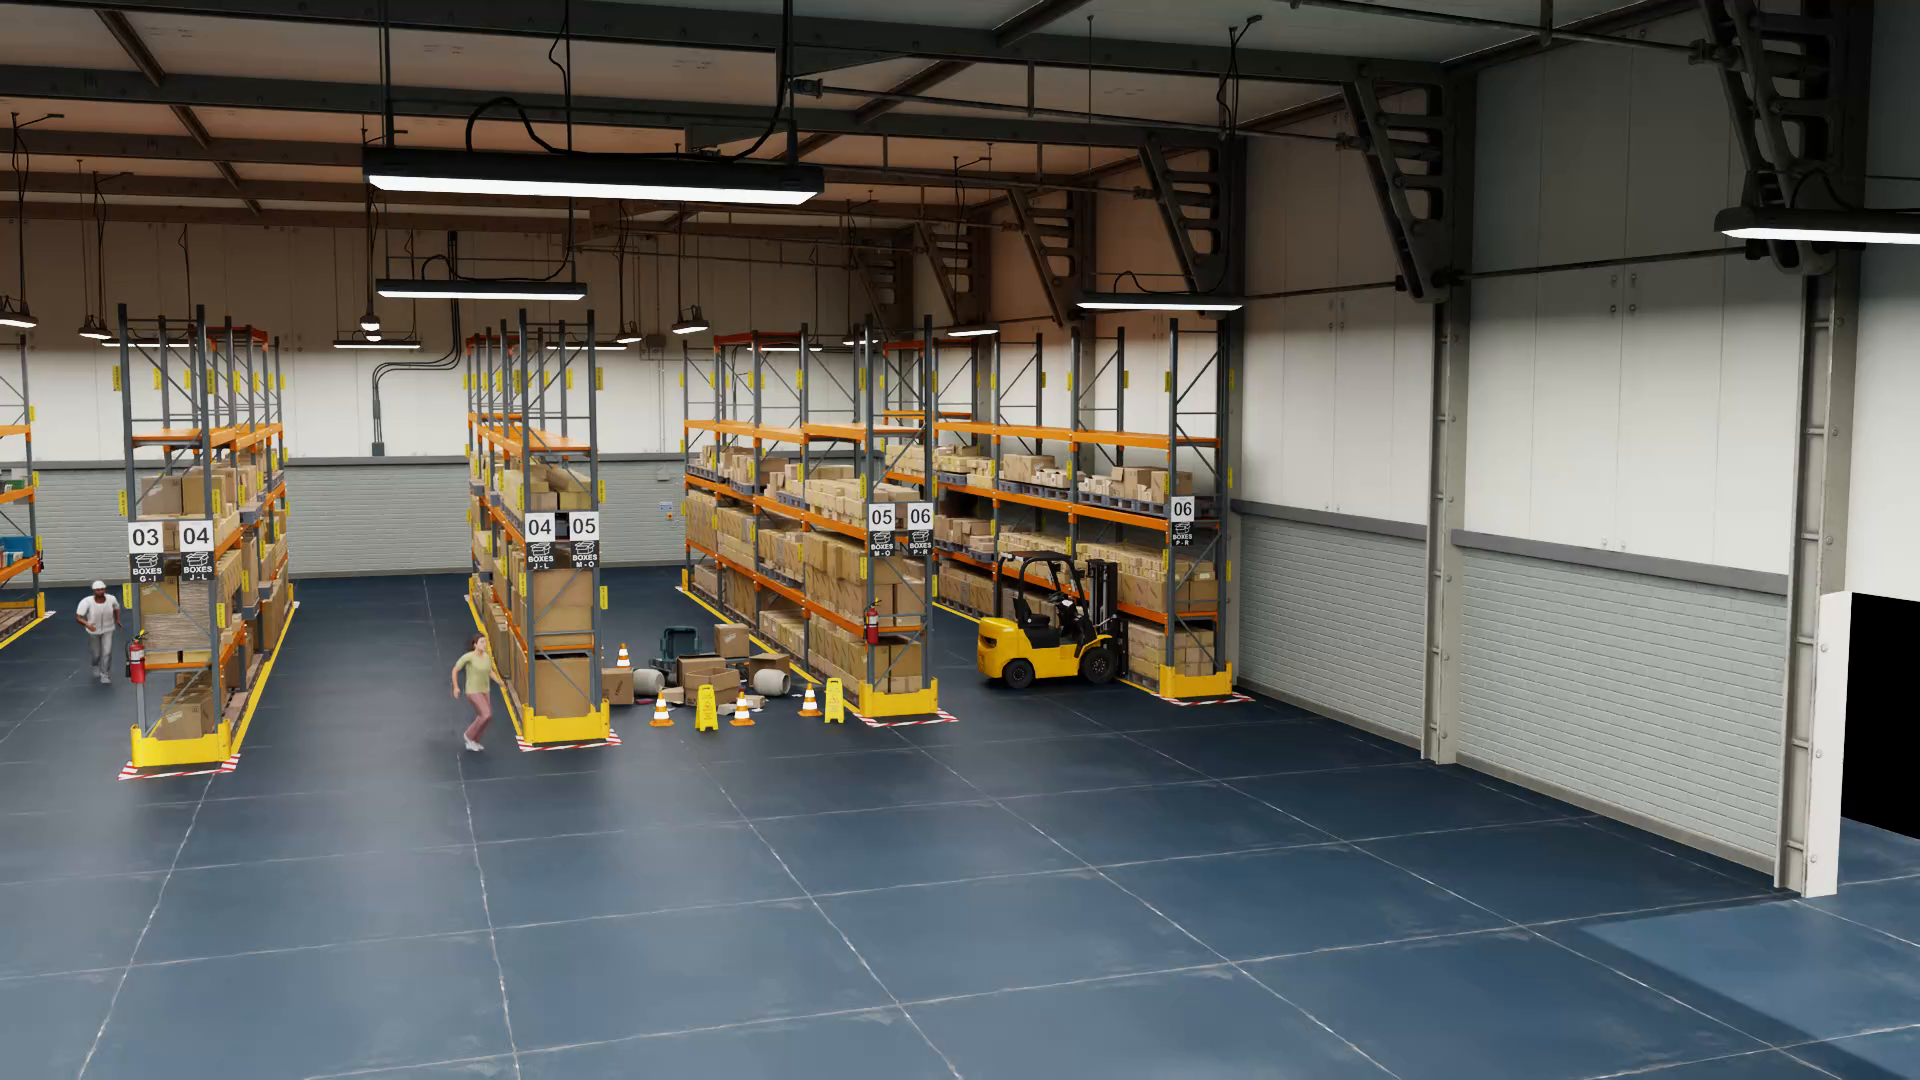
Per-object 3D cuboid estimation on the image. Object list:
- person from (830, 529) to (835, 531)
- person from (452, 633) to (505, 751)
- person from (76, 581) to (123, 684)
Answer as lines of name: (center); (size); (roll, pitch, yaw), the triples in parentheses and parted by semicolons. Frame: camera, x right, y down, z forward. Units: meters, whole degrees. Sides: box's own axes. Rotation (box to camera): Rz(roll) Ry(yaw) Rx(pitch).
person: (-2.838, 0.515, 36.635); (0.572, 1.498, 0.867); (0, 5, 0)
person: (-6.489, 2.063, 22.462); (0.620, 1.614, 0.562); (3, 6, 30)
person: (-14.383, 1.518, 27.770); (0.694, 1.721, 0.849); (-4, 7, -35)
